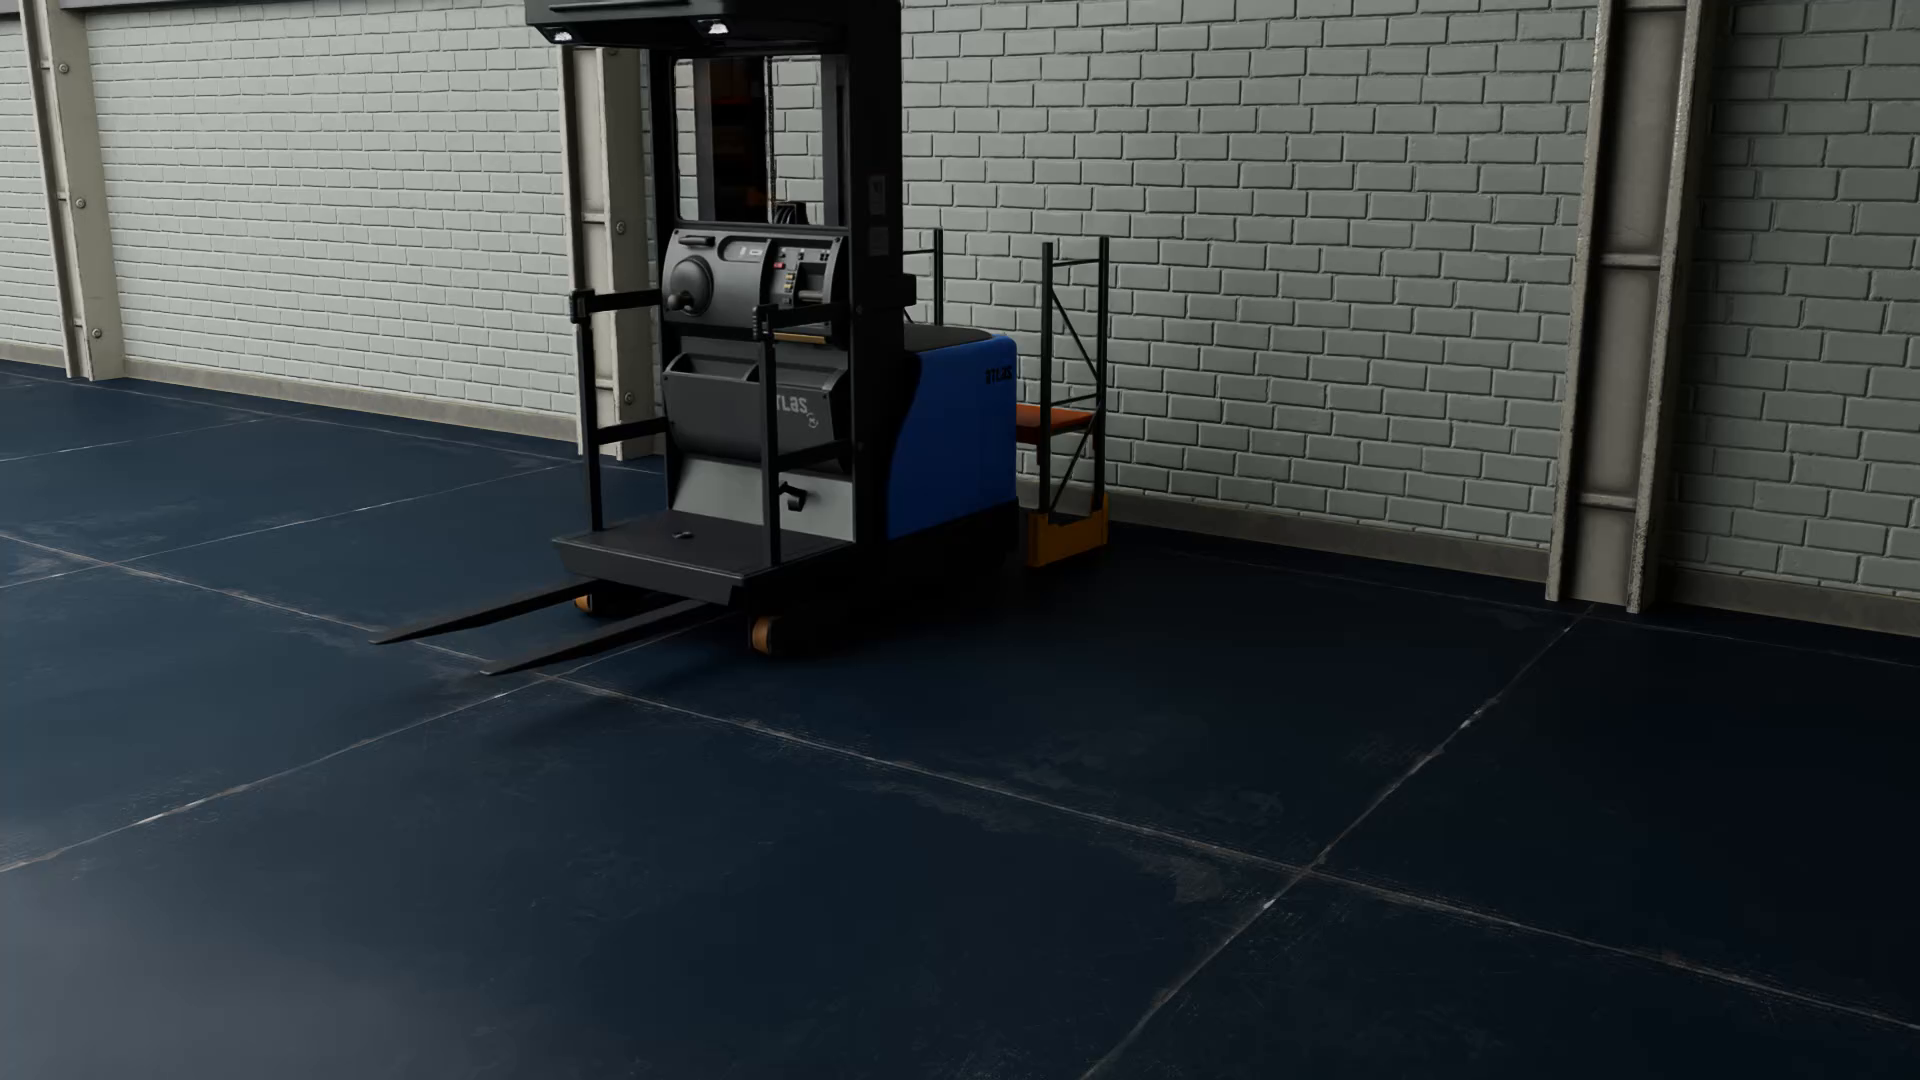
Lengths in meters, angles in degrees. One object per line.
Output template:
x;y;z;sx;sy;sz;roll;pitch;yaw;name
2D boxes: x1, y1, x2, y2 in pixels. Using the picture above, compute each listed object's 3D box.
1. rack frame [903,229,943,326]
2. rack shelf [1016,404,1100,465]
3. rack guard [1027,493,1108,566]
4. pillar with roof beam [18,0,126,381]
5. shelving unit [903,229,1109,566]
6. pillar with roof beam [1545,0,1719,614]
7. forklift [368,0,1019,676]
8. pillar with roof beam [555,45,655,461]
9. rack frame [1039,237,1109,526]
-0.253;-0.813;8.487;0.032;1.500;0.500;11;18;37;rack frame
0.143;-0.562;8.221;1.000;0.185;0.538;11;18;37;rack shelf
0.524;-0.056;8.031;0.087;0.250;0.587;11;18;37;rack guard
-9.552;-4.863;9.241;0.400;9.000;9.100;9;17;33;pillar with roof beam
0.136;-0.738;8.183;1.083;1.500;0.587;11;18;37;shelving unit
0.406;-3.254;2.740;0.400;9.000;9.100;9;17;33;pillar with roof beam
-0.979;-1.099;6.662;1.130;2.935;3.031;10;17;34;forklift
-4.573;-4.058;5.990;0.400;9.000;9.100;9;17;33;pillar with roof beam
0.539;-0.660;7.869;0.032;1.500;0.500;11;18;37;rack frame
